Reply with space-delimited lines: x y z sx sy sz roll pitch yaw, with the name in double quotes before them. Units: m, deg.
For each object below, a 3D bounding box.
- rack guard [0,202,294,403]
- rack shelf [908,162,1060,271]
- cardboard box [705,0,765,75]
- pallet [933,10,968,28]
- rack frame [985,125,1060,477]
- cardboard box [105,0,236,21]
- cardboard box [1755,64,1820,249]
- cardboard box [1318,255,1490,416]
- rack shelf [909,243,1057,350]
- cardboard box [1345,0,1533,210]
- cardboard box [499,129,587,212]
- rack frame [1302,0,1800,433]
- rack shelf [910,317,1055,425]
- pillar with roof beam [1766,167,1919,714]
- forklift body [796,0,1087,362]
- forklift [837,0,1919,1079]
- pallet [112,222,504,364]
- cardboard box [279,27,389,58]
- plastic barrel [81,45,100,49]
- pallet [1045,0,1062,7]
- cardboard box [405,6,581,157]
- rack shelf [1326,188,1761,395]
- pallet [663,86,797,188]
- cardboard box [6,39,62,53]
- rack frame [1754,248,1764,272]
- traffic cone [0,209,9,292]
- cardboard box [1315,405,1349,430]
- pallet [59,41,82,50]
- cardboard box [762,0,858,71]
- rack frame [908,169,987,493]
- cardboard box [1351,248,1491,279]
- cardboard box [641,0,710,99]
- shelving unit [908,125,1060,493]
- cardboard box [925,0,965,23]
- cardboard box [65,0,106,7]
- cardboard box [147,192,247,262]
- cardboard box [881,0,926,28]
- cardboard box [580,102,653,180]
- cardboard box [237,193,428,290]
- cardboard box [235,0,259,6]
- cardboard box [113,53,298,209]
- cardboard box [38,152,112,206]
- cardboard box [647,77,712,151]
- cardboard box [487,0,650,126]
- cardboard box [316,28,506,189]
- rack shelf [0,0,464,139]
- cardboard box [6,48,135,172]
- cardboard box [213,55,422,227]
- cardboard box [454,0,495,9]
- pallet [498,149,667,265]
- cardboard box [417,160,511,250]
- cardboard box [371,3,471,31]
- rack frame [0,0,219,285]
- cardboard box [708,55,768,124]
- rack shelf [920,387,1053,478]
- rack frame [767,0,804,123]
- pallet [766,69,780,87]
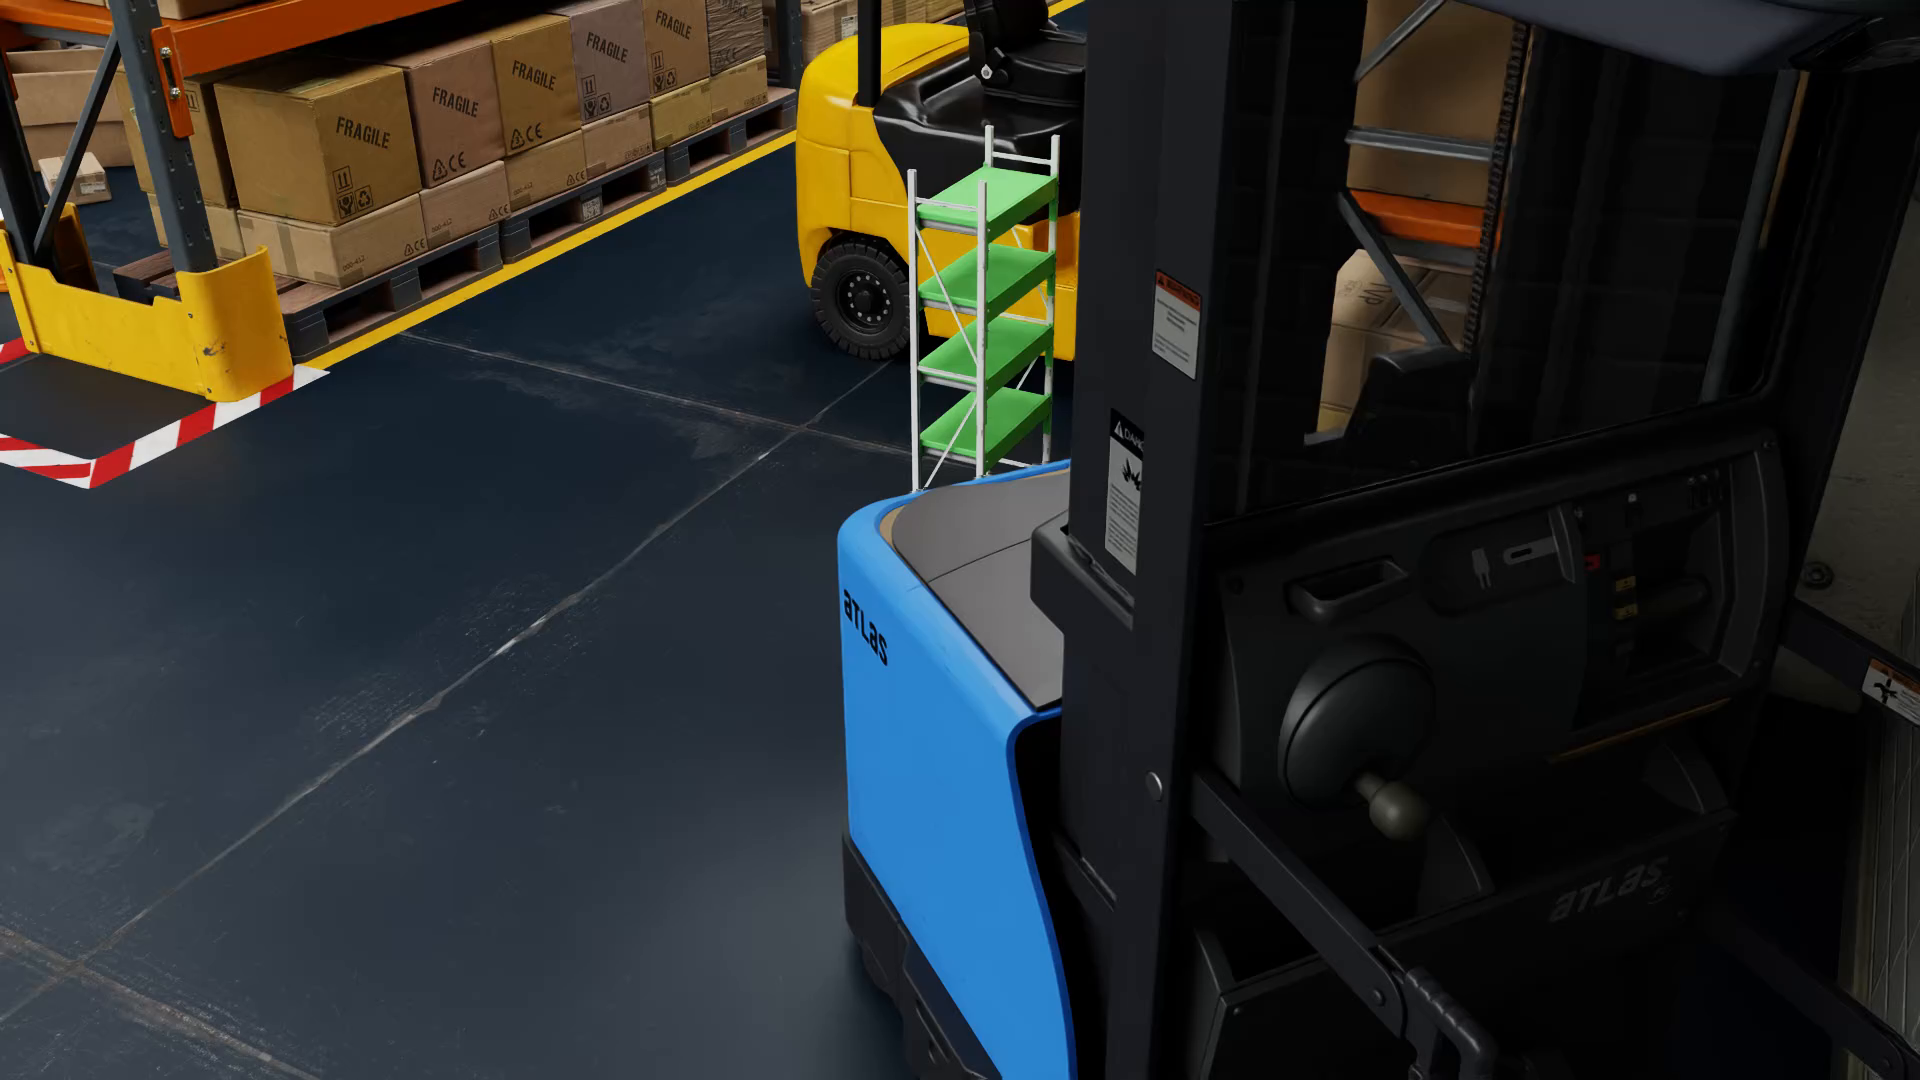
"rack guard" -3.123 -0.920 6.351 1.175 0.500 0.348 14 33 23
"rack shelf" 0.075 -0.955 4.872 0.258 0.148 0.480 14 33 23
"cardboard box" -1.366 -2.736 8.588 0.500 0.500 0.500 14 33 23
"pallet" -0.427 -3.423 10.999 1.003 0.211 1.213 14 33 23
"rack frame" 0.187 -0.702 5.267 0.240 1.200 0.015 14 33 23
"cardboard box" -2.818 -1.965 5.912 0.380 0.149 0.250 14 33 23
"cardboard box" 1.736 -1.046 3.959 0.500 0.500 0.500 15 33 25
"cardboard box" 1.195 -0.544 4.521 0.500 0.250 0.500 15 33 25
"rack shelf" 0.075 -0.746 4.991 0.258 0.148 0.480 14 33 23
"cardboard box" 1.254 -1.167 4.170 0.500 0.500 0.500 14 33 22
"cardboard box" -2.067 -1.725 7.580 0.500 0.250 0.500 17 34 27
"rack frame" 1.263 -0.846 3.711 1.000 3.000 0.127 14 33 23
"rack shelf" 0.075 -0.538 5.111 0.258 0.148 0.480 14 33 23
"pillar with roof beam" -1.450 -4.529 4.100 9.100 9.000 0.400 14 33 23
"forklift body" 0.503 -1.733 6.107 2.313 2.155 1.214 14 33 23
"forklift" 0.833 0.159 2.031 1.130 2.935 3.031 -13 32 -22
"pallet" -2.721 -1.147 7.036 1.003 0.211 1.213 14 33 23
"cardboard box" -2.790 -1.932 7.189 0.500 0.500 0.500 16 33 25
"plastic barrel" -4.939 -2.854 9.795 0.421 0.421 0.512 -12 32 -20
"pallet" 0.130 -3.962 11.937 1.003 0.211 1.213 14 33 23
"cardboard box" -2.063 -2.044 7.384 0.500 0.500 0.500 15 33 24
"rack shelf" 2.174 -1.421 5.435 1.077 0.370 4.000 14 33 23
"pallet" -1.609 -2.229 8.919 1.003 0.211 1.213 14 33 23
"cardboard box" -5.581 -2.818 9.653 0.500 0.500 0.500 21 36 32
"rack frame" 3.086 -2.619 6.799 1.000 3.000 0.127 14 33 23
"traffic cone" -4.110 -1.354 7.143 0.336 0.463 0.334 14 33 23
"cardboard box" 1.207 -0.339 4.666 0.500 0.250 0.500 14 33 23
"pallet" -6.204 -3.293 10.773 1.003 0.211 1.213 14 33 23
"cardboard box" -1.098 -3.020 9.713 0.950 0.372 0.625 15 33 24
"rack frame" -0.036 -0.486 4.891 0.240 1.200 0.015 14 33 23
"cardboard box" 1.423 -0.772 4.918 0.500 0.250 0.500 15 33 24
"cardboard box" -1.596 -2.510 8.195 0.500 0.500 0.500 15 33 24
"shelving unit" 0.075 -0.594 5.079 0.258 1.200 0.503 14 33 23
"cardboard box" -0.459 -3.648 10.807 0.950 0.372 0.625 15 33 25
"cardboard box" -3.177 -2.076 6.105 0.380 0.149 0.250 15 33 25
"cardboard box" -3.017 -1.390 6.998 0.500 0.250 0.500 14 33 23
"cardboard box" -0.774 -3.339 10.269 0.950 0.372 0.625 16 34 26
"cardboard box" -1.834 -1.948 7.969 0.500 0.250 0.500 15 33 24
"cardboard box" -2.543 -1.255 6.763 0.500 0.250 0.500 14 33 23
"cardboard box" -2.716 -2.081 6.113 0.380 0.149 0.250 15 33 24
"cardboard box" -3.024 -1.700 6.784 0.500 0.500 0.500 15 33 24
"cardboard box" -4.359 -1.773 8.189 0.250 0.149 0.380 -18 34 -28
"cardboard box" -1.599 -2.172 8.360 0.500 0.250 0.500 13 32 22
"cardboard box" -1.827 -2.283 7.800 0.500 0.500 0.500 16 34 26
"cardboard box" -2.299 -1.824 7.000 0.500 0.500 0.500 13 32 21
"rack shelf" -2.246 -2.545 7.393 1.077 0.370 4.000 14 33 23
"cardboard box" -4.611 -2.241 8.647 0.797 0.503 0.637 -7 31 -11
"cardboard box" -2.533 -1.591 6.595 0.500 0.500 0.500 13 32 22
"cardboard box" -2.315 -2.389 7.984 0.500 0.500 0.500 16 34 26
"pallet" -2.164 -1.686 7.974 1.003 0.211 1.213 14 33 23
"cardboard box" -2.304 -1.480 7.154 0.500 0.250 0.500 16 33 25
"cardboard box" -2.553 -2.154 7.575 0.500 0.500 0.500 14 33 22
"rack frame" -3.157 -1.971 5.669 1.000 3.000 0.127 14 33 23
"cardboard box" -1.365 -2.411 8.775 0.500 0.250 0.500 16 33 25
"rack shelf" 0.075 -0.330 5.230 0.258 0.148 0.480 14 33 23
"rack frame" -1.335 -3.744 8.757 1.000 3.000 0.127 14 33 23
"pallet" -0.982 -2.880 10.053 1.003 0.211 1.213 14 33 23
